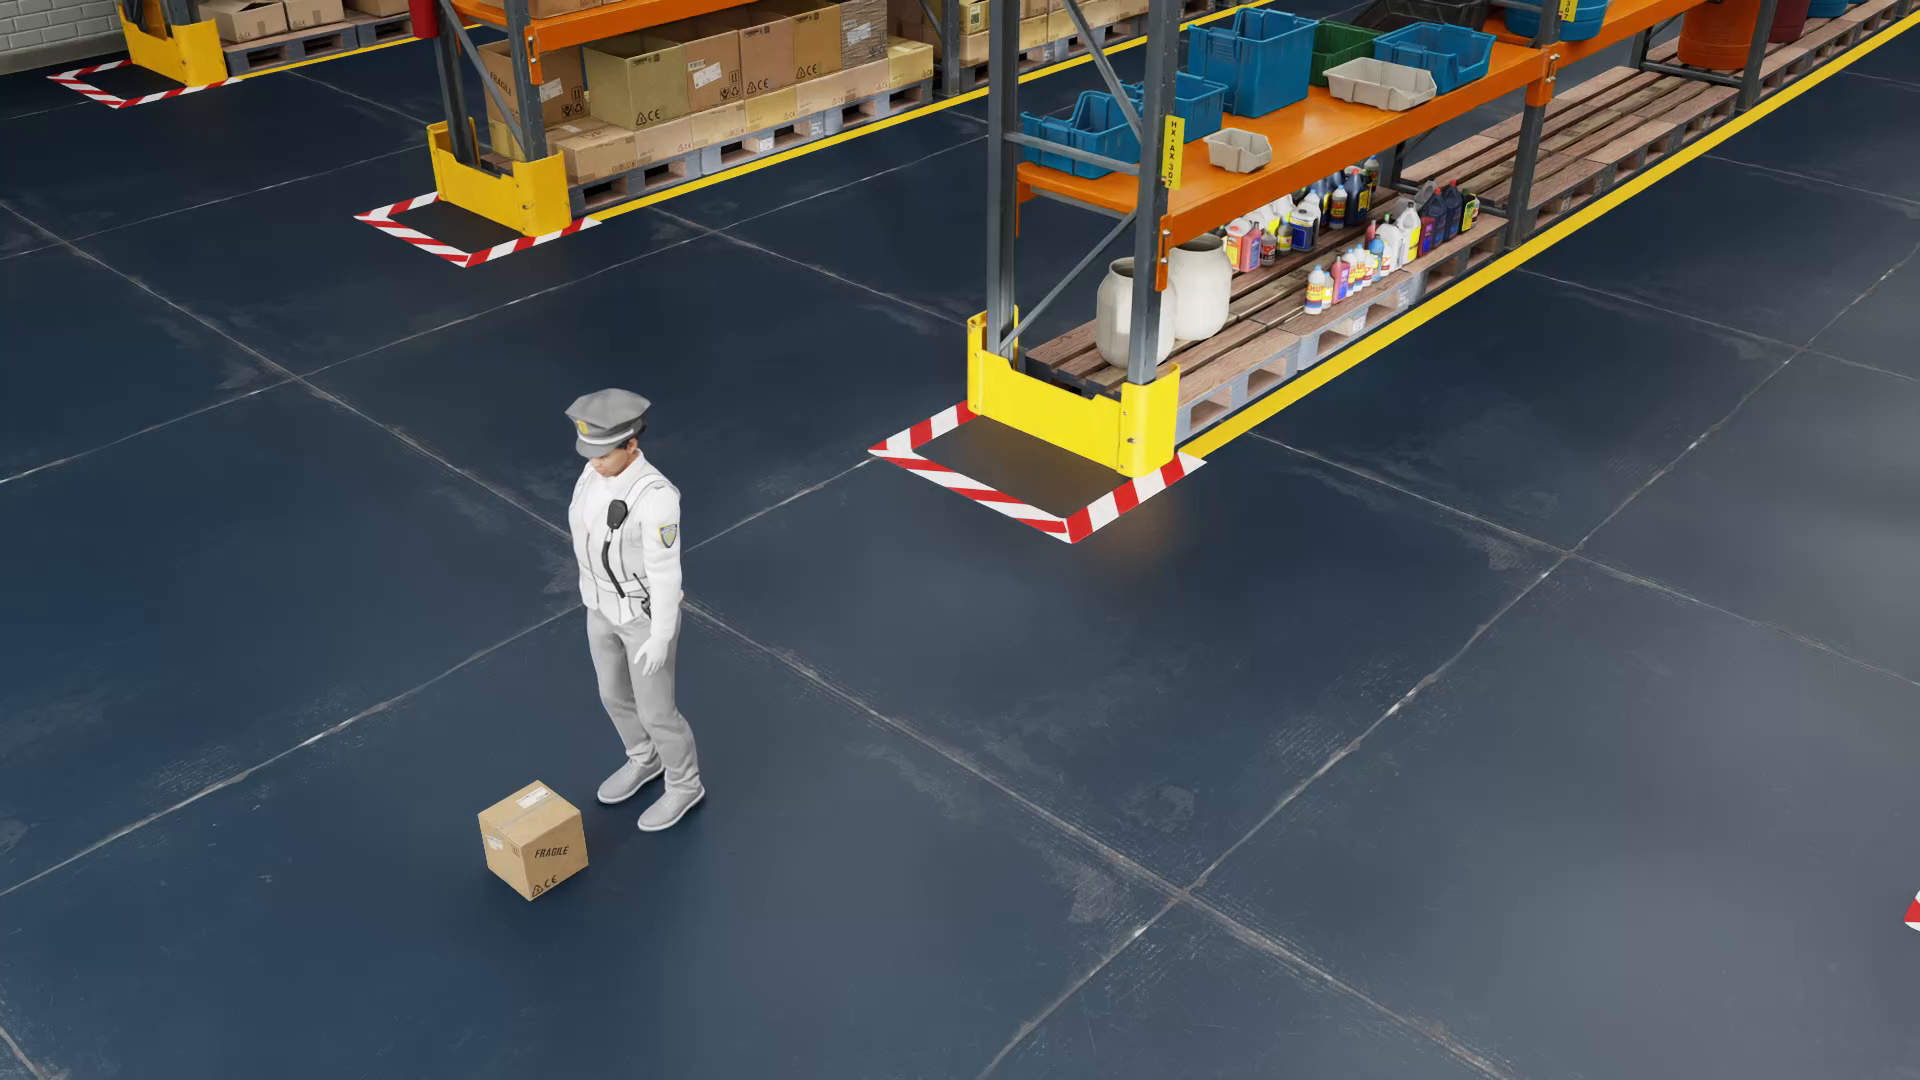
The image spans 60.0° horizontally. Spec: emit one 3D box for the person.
[{"bbox_3d":[-1.122,0.261,5.717,0.471,1.665,0.327,26,40,36],"label":"person"}]
